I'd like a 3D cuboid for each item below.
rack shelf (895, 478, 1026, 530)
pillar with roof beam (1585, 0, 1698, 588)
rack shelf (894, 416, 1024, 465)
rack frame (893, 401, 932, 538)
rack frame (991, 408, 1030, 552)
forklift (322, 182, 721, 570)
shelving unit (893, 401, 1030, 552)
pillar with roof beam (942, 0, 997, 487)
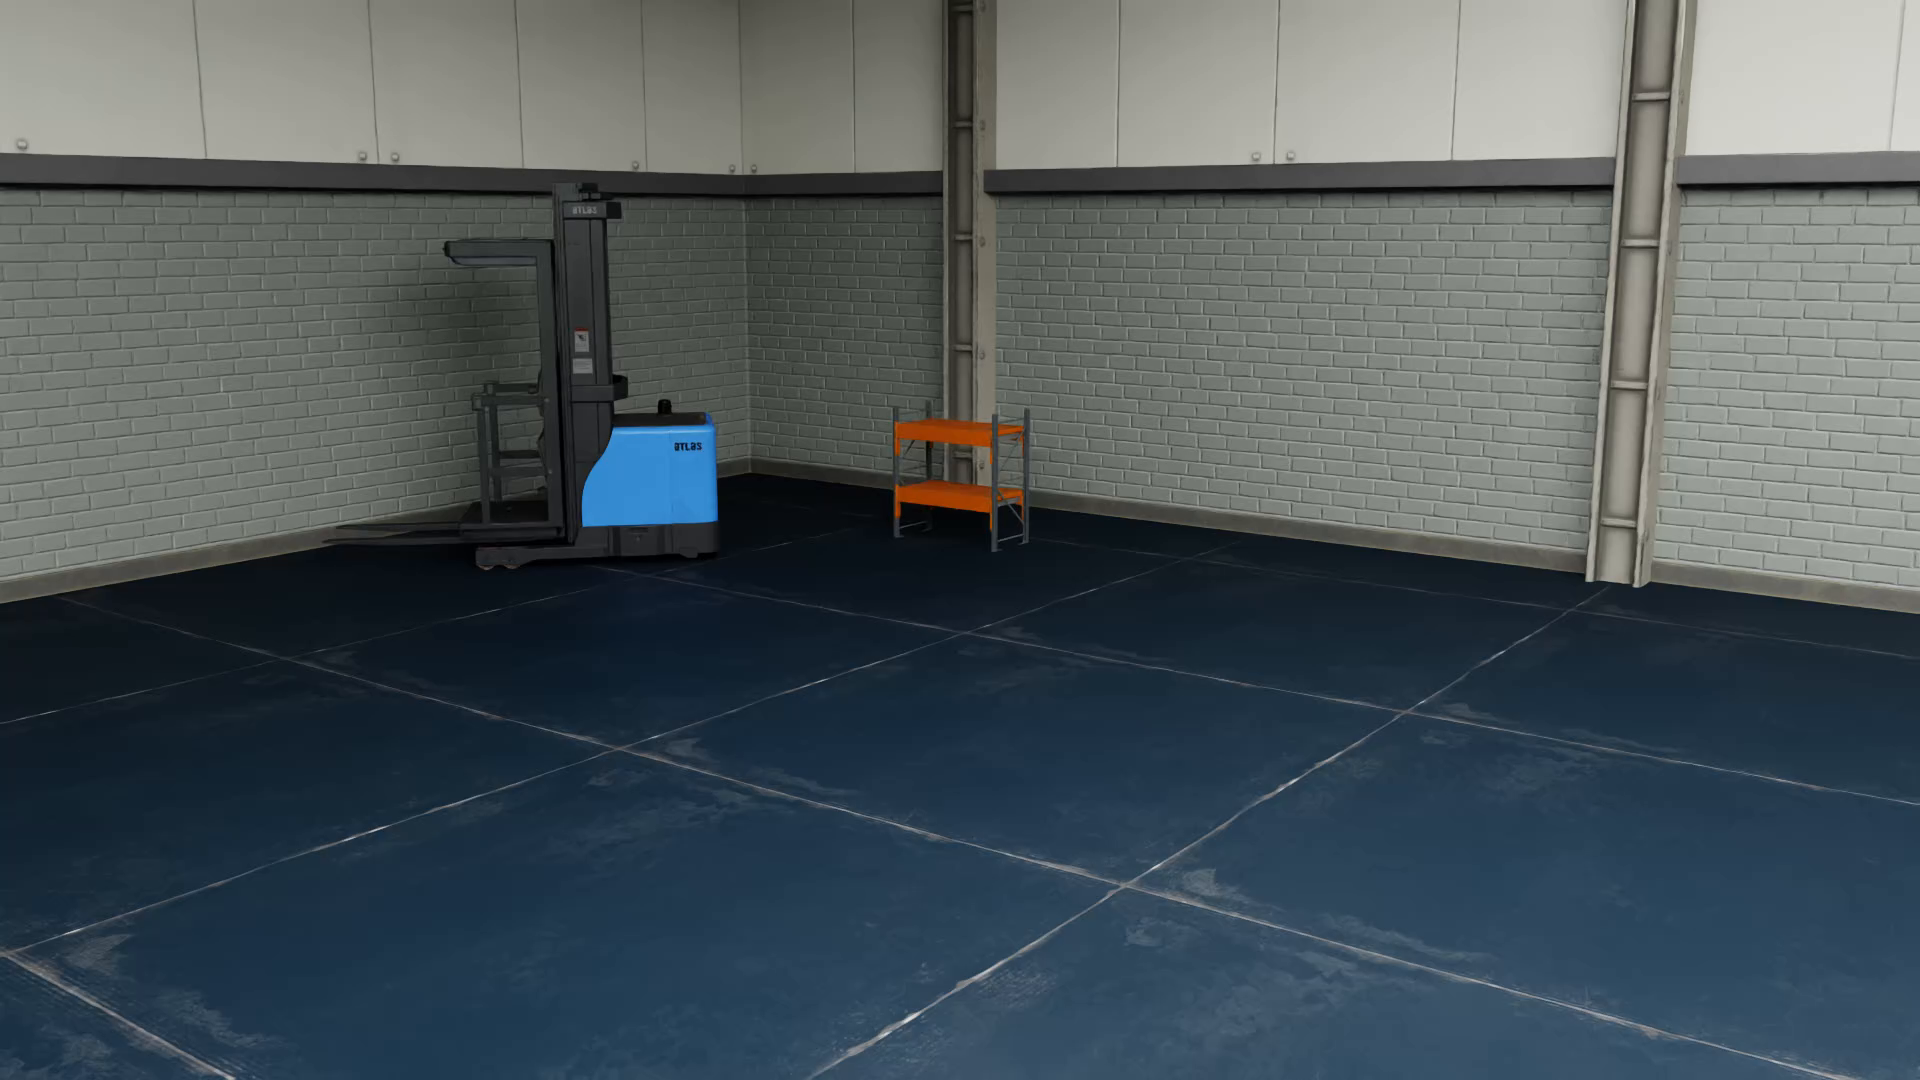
[{"bbox_3d":[0.005,-0.311,13.965,1.000,0.278,0.538,8,13,36],"label":"rack shelf"},{"bbox_3d":[2.375,-3.452,8.182,0.400,9.000,9.100,8,13,36],"label":"pillar with roof beam"},{"bbox_3d":[0.005,-0.839,13.863,1.000,0.278,0.538,8,13,36],"label":"rack shelf"},{"bbox_3d":[-0.404,-0.609,14.214,0.032,1.125,0.500,8,13,36],"label":"rack frame"},{"bbox_3d":[0.415,-0.494,13.624,0.032,1.125,0.500,8,13,36],"label":"rack frame"},{"bbox_3d":[-3.474,-1.318,13.127,3.031,2.935,1.130,-2,11,-10],"label":"forklift"},{"bbox_3d":[0.005,-0.552,13.919,1.048,1.125,0.538,8,13,36],"label":"shelving unit"},{"bbox_3d":[-2.461,-4.127,11.669,0.400,9.000,9.100,8,13,36],"label":"pillar with roof beam"}]
